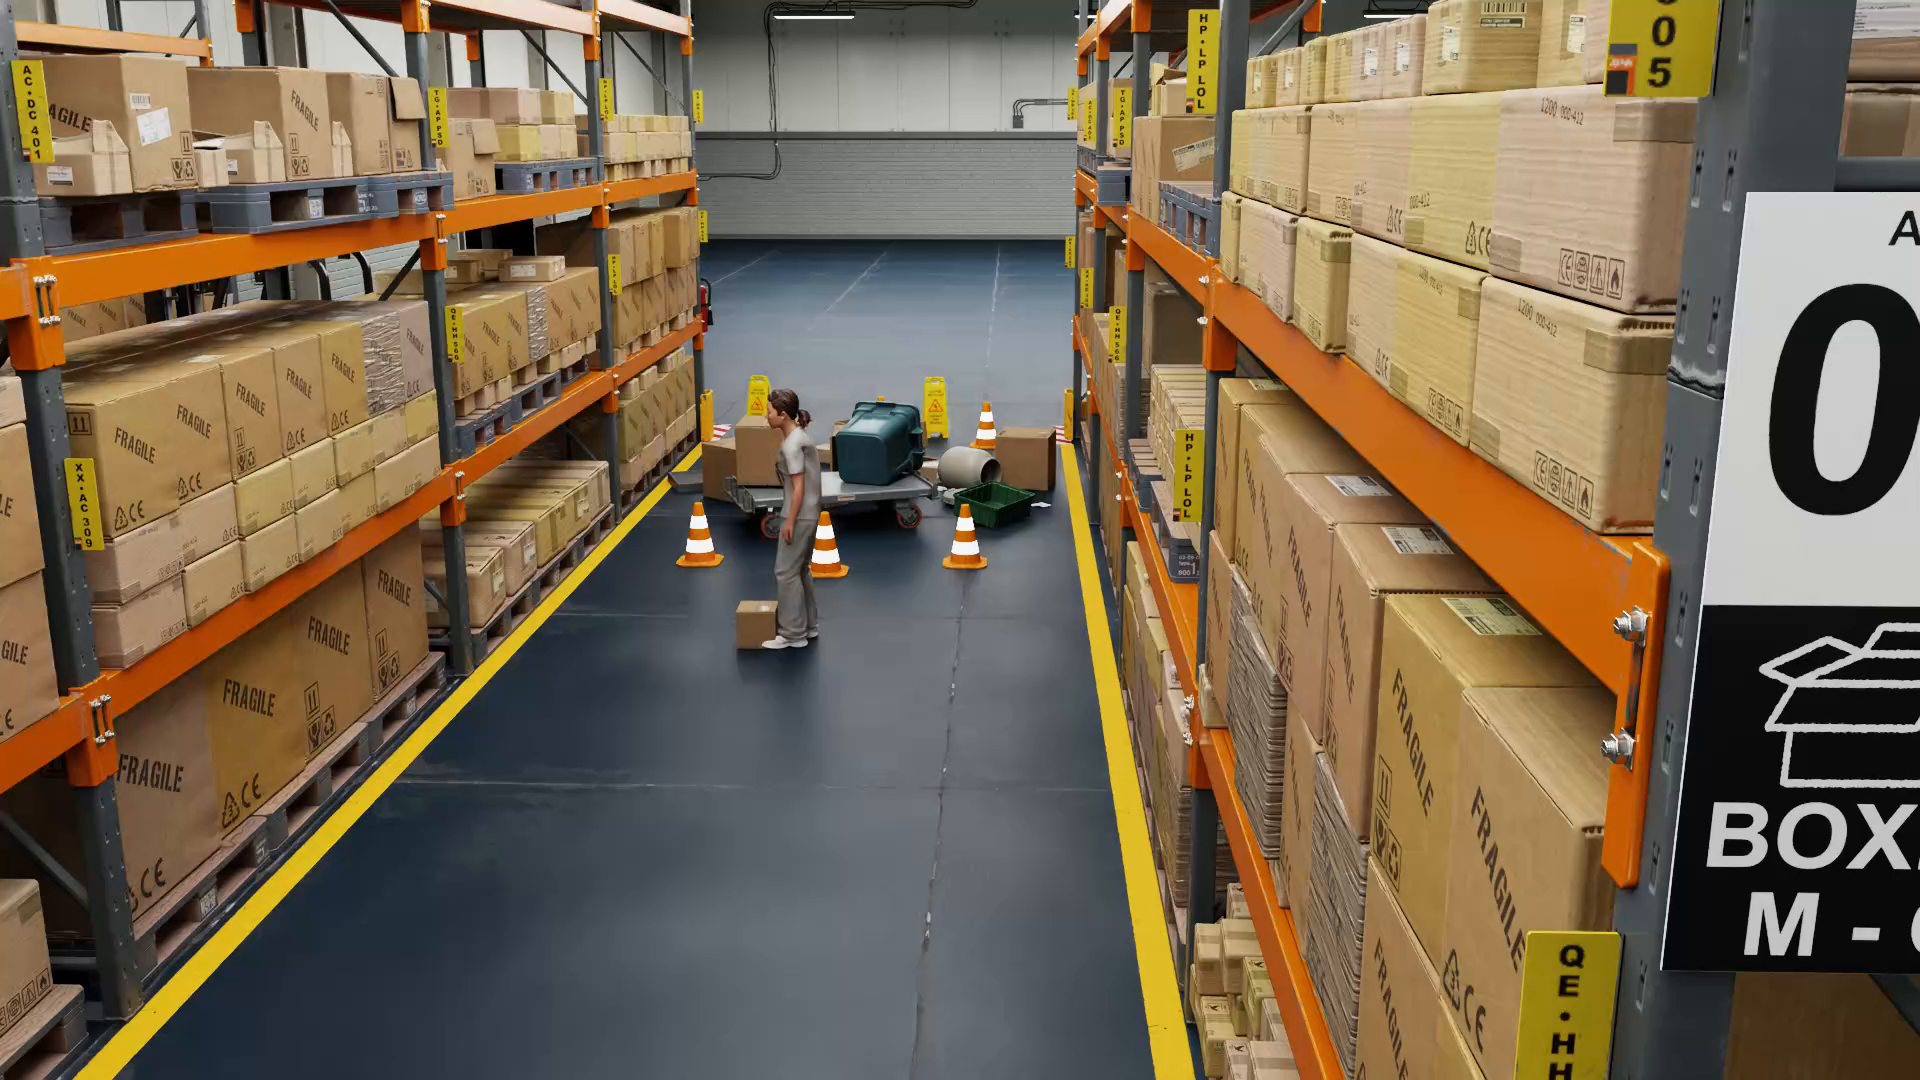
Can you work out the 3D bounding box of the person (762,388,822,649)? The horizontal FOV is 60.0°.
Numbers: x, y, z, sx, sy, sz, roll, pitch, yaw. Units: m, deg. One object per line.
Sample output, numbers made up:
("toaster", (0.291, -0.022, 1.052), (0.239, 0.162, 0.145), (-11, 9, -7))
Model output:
("person", (-1.082, -0.141, 10.573), (0.414, 1.672, 0.514), (0, 14, -2))
